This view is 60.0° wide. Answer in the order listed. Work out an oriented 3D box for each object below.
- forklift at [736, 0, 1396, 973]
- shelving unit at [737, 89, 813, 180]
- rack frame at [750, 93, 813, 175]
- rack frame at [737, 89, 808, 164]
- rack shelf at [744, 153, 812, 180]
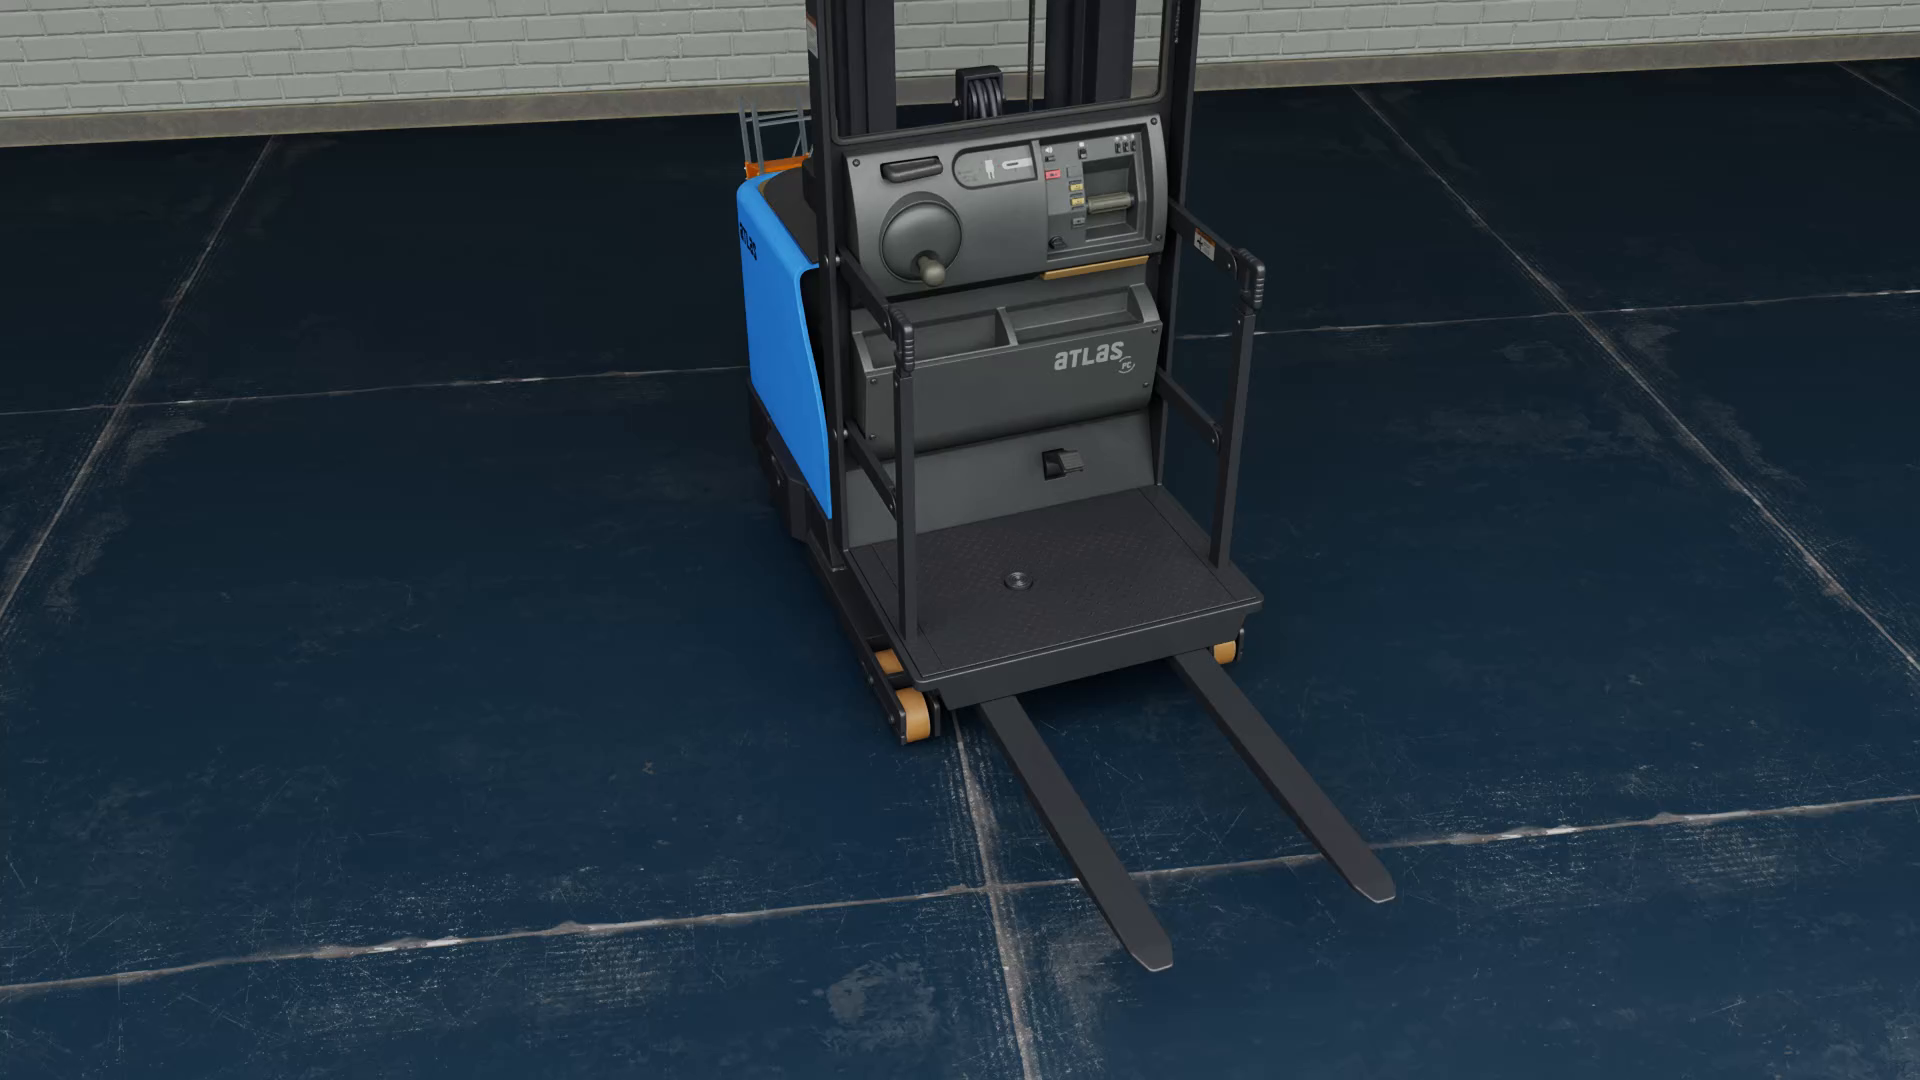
[{"bbox_3d":[0.221,-0.883,4.443,1.130,2.935,3.031,-12,36,-17],"label":"forklift"},{"bbox_3d":[-0.611,-1.048,6.211,0.258,1.200,0.189,-13,23,-18],"label":"shelving unit"},{"bbox_3d":[-0.578,-1.019,6.131,0.240,1.200,0.006,-13,23,-18],"label":"rack frame"},{"bbox_3d":[-0.645,-1.077,6.291,0.240,1.200,0.006,-13,23,-18],"label":"rack frame"},{"bbox_3d":[-0.639,-1.340,6.094,0.258,0.103,0.180,-13,23,-18],"label":"rack shelf"}]
